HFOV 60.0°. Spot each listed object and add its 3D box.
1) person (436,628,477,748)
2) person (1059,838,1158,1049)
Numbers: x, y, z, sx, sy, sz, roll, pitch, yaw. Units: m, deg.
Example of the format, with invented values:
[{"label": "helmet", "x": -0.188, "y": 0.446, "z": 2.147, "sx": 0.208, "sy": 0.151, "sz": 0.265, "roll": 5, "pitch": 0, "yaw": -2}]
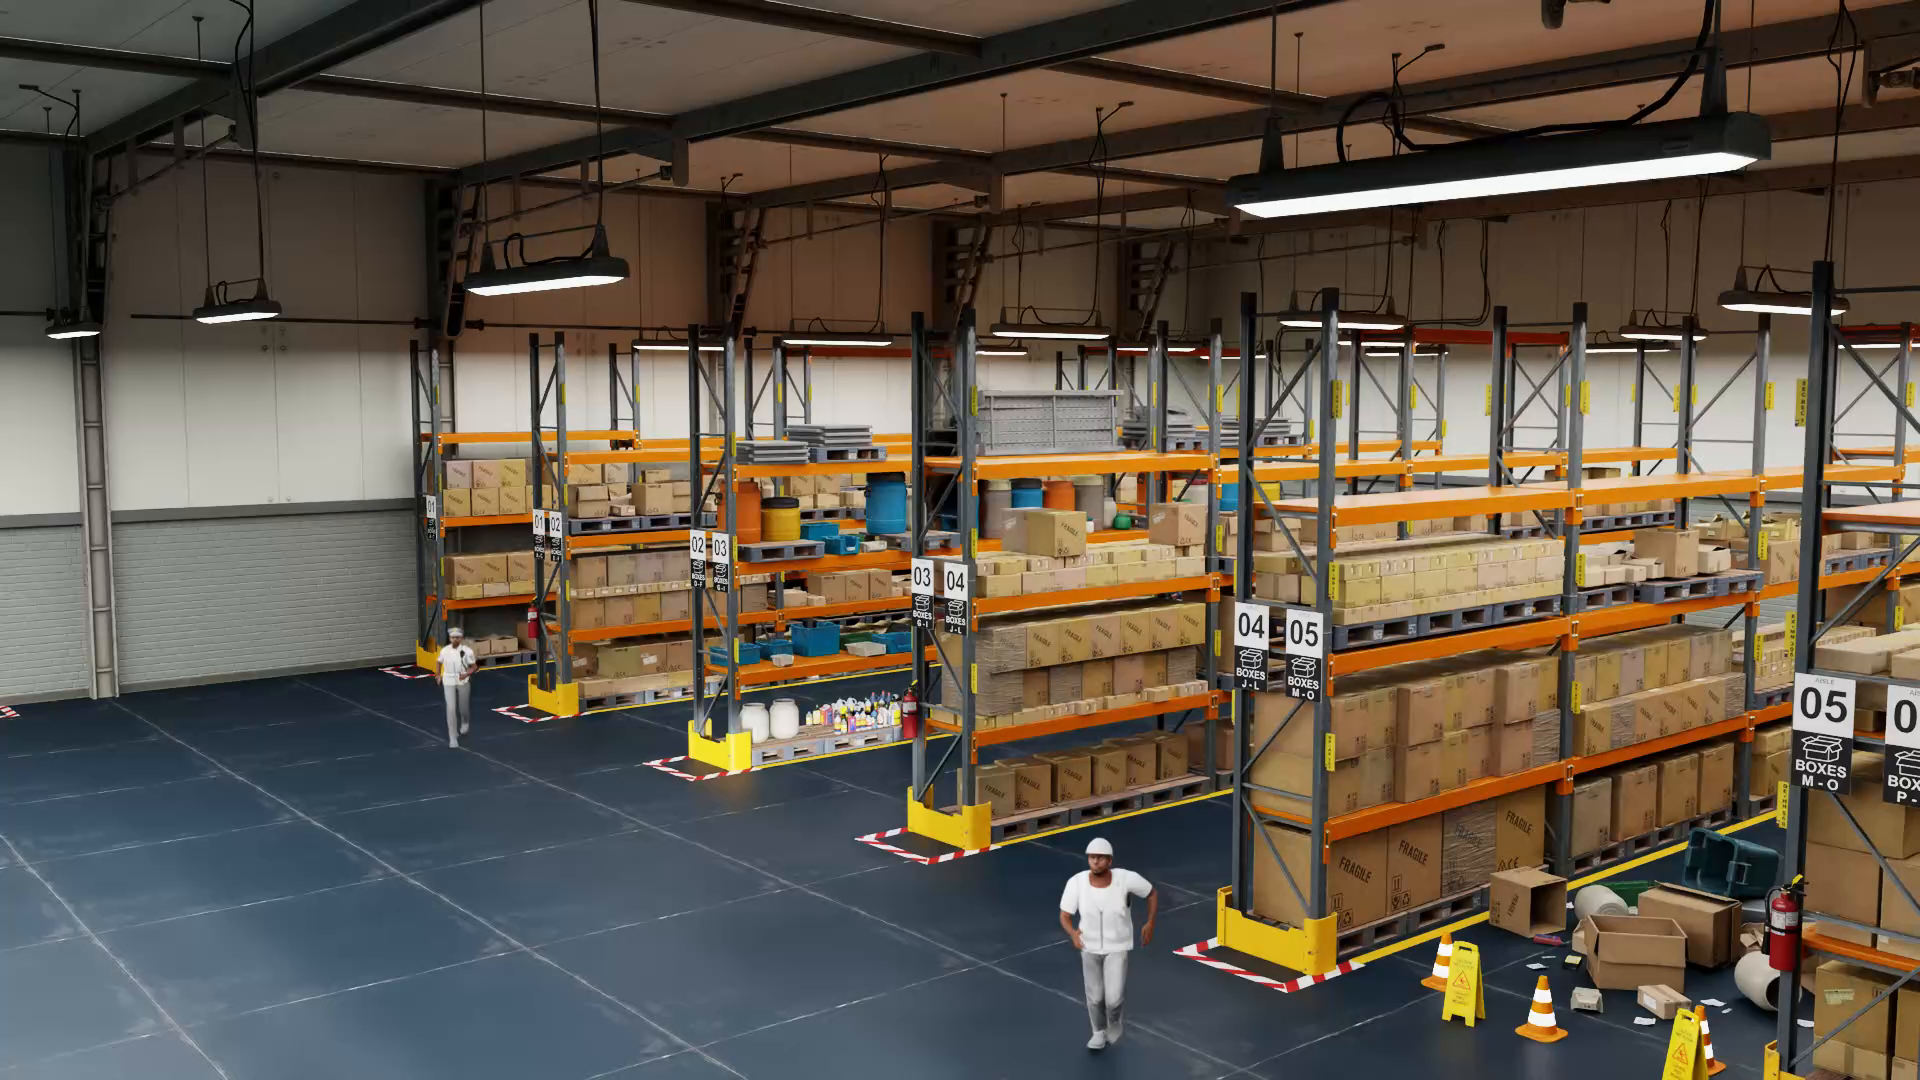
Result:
[{"label": "person", "x": -7.283, "y": 2.091, "z": 24.055, "sx": 0.598, "sy": 1.687, "sz": 0.885, "roll": -1, "pitch": 5, "yaw": -11}, {"label": "person", "x": 1.118, "y": 3.123, "z": 12.720, "sx": 0.726, "sy": 1.714, "sz": 0.743, "roll": 1, "pitch": 5, "yaw": 15}]
